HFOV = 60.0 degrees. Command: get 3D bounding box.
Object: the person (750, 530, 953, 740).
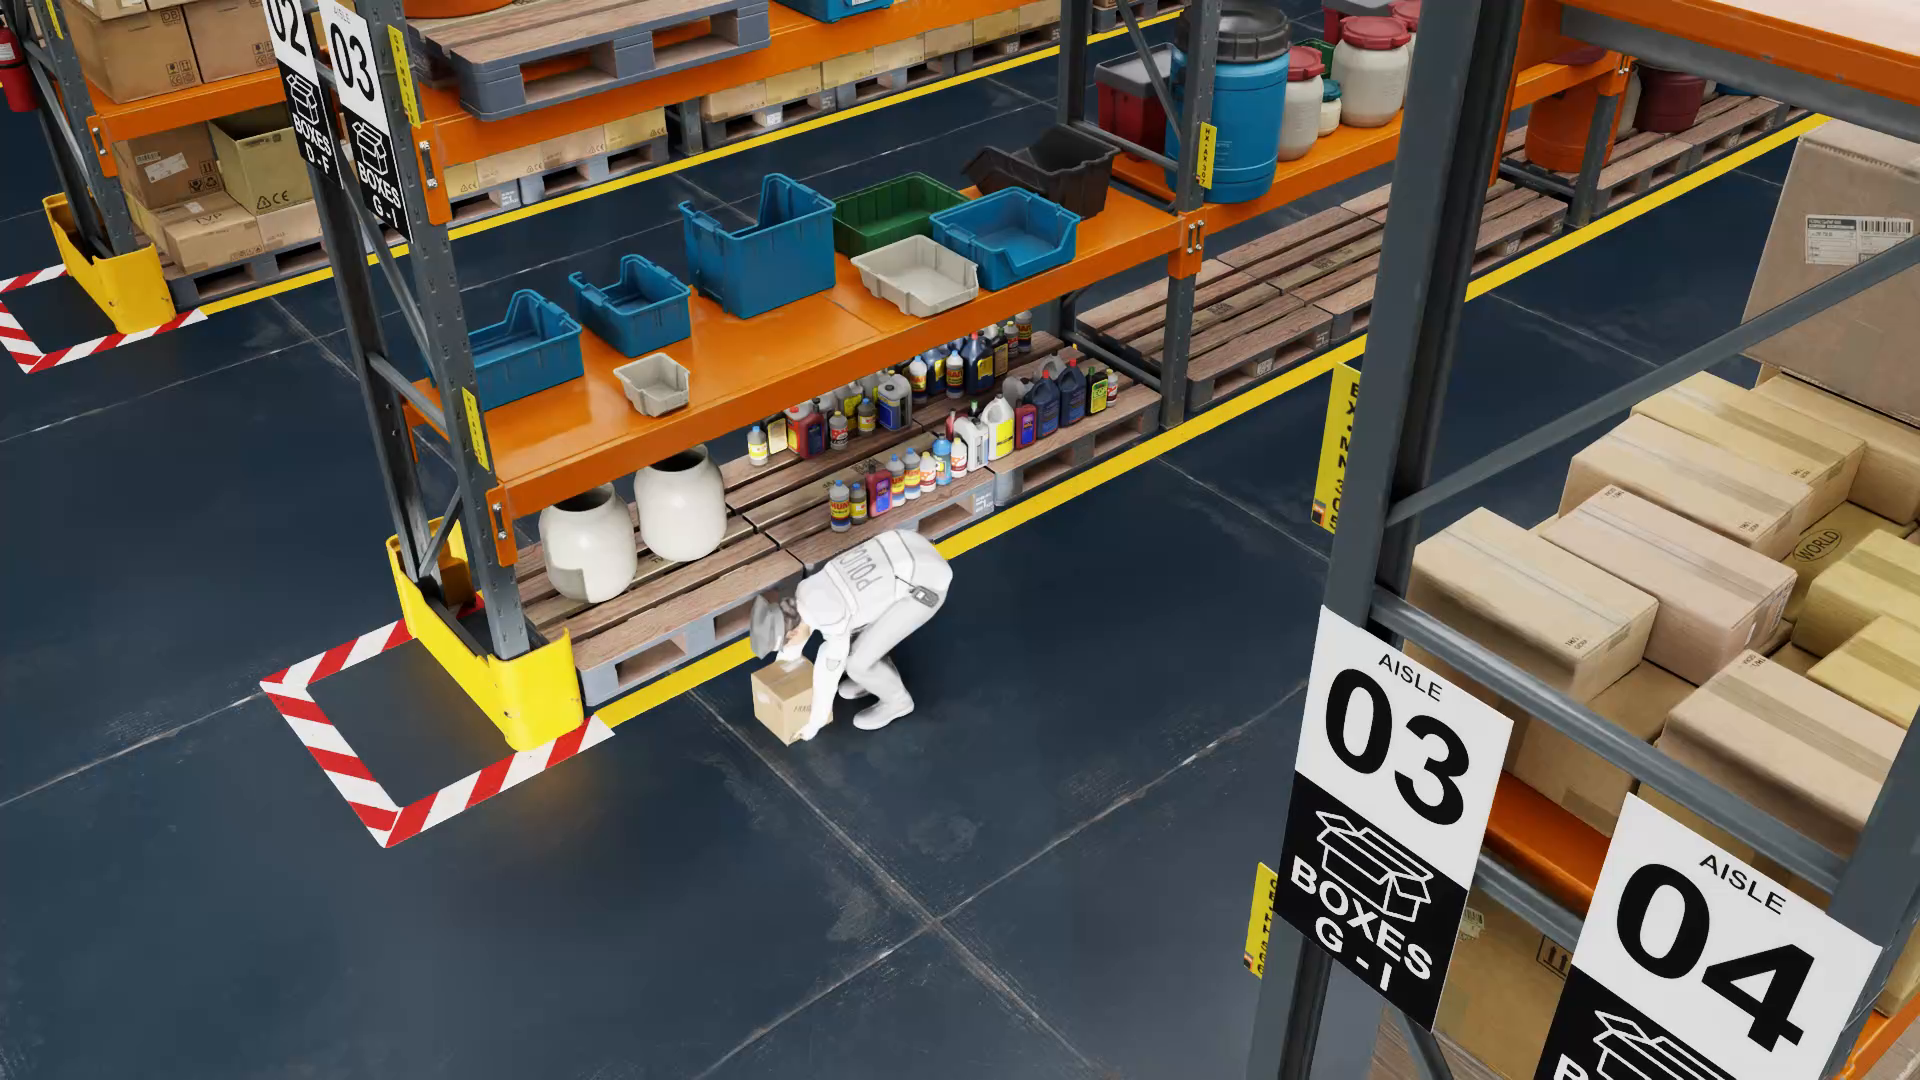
[{"bbox_3d":[-0.470,0.428,7.207,0.891,0.855,0.448,-15,39,-19],"label":"person"}]
